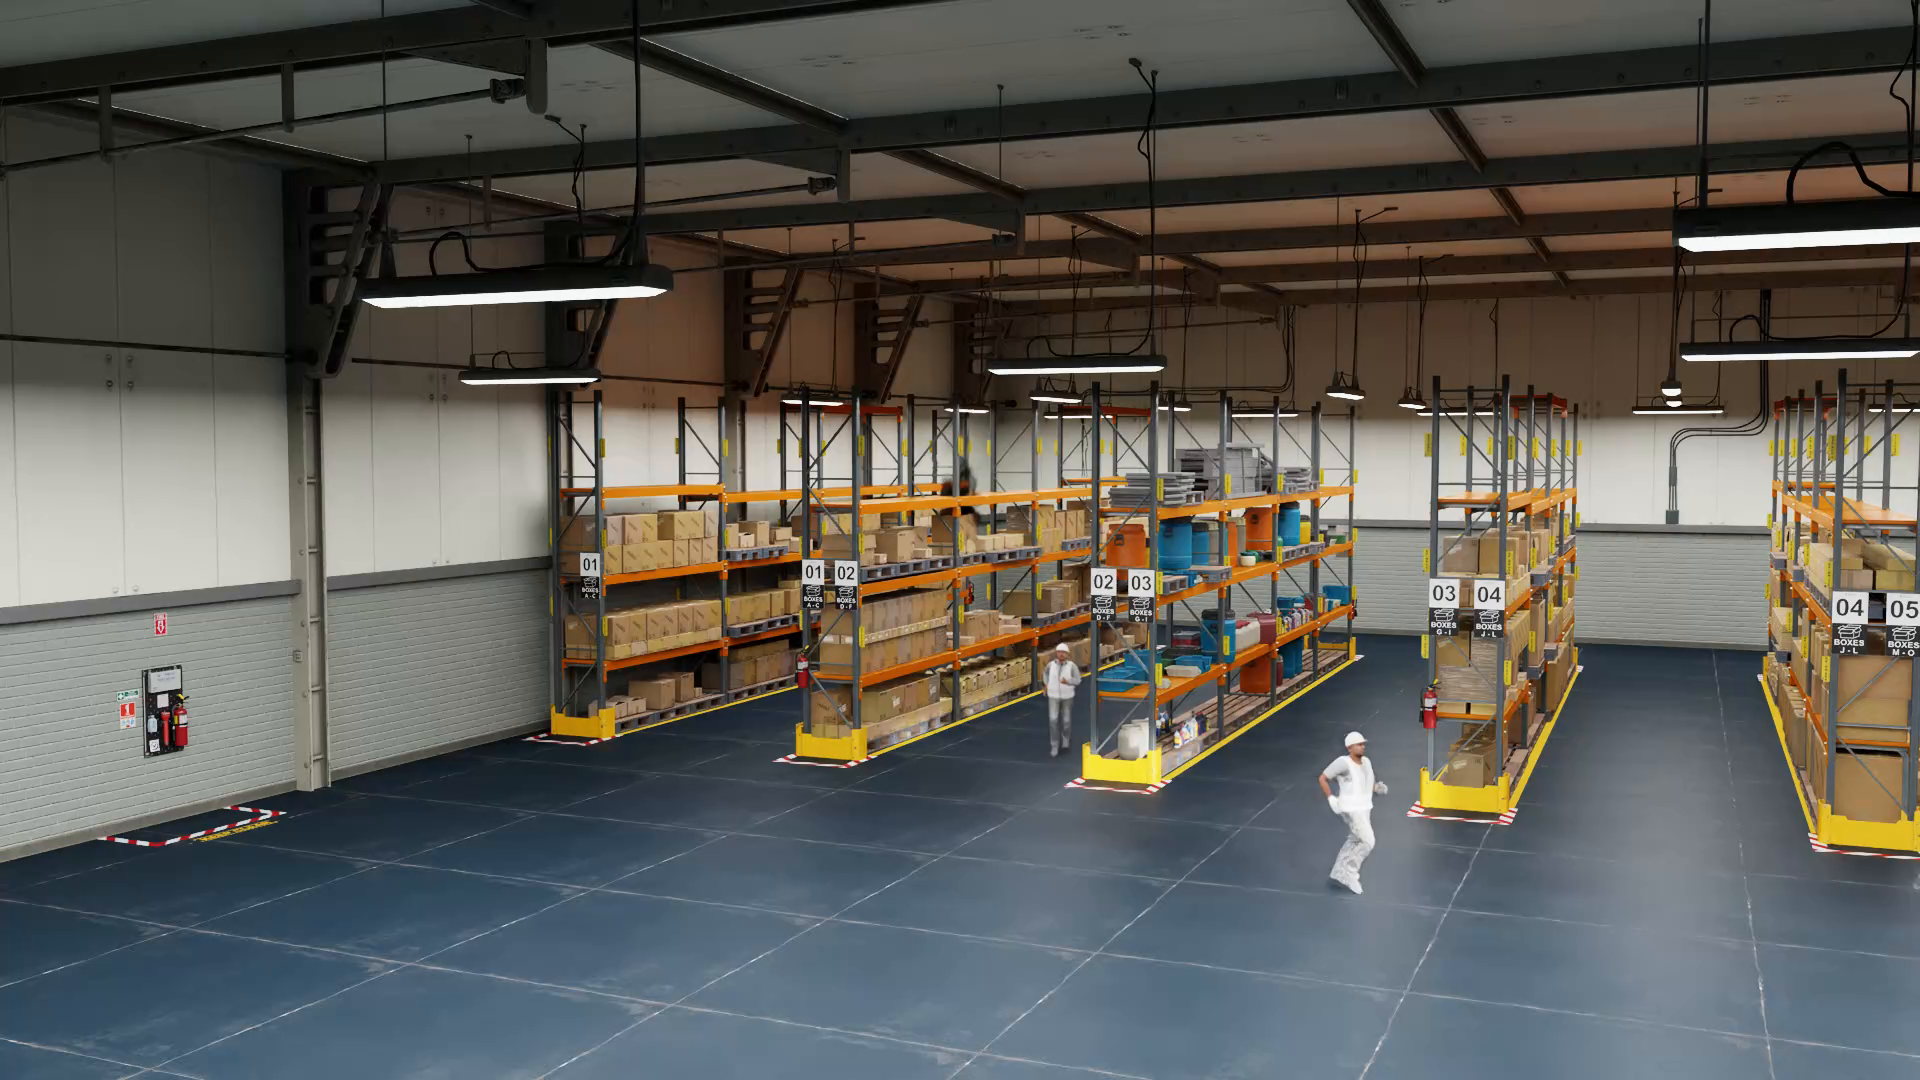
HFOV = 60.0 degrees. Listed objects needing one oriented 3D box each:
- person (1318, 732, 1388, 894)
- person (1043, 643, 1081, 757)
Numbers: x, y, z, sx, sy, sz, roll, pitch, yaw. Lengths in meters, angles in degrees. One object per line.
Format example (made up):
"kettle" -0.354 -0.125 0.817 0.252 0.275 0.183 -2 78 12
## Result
"person" 4.484 3.076 18.781 0.725 1.805 0.656 3 4 45
"person" 1.663 2.593 27.246 0.646 1.812 0.800 0 3 7
